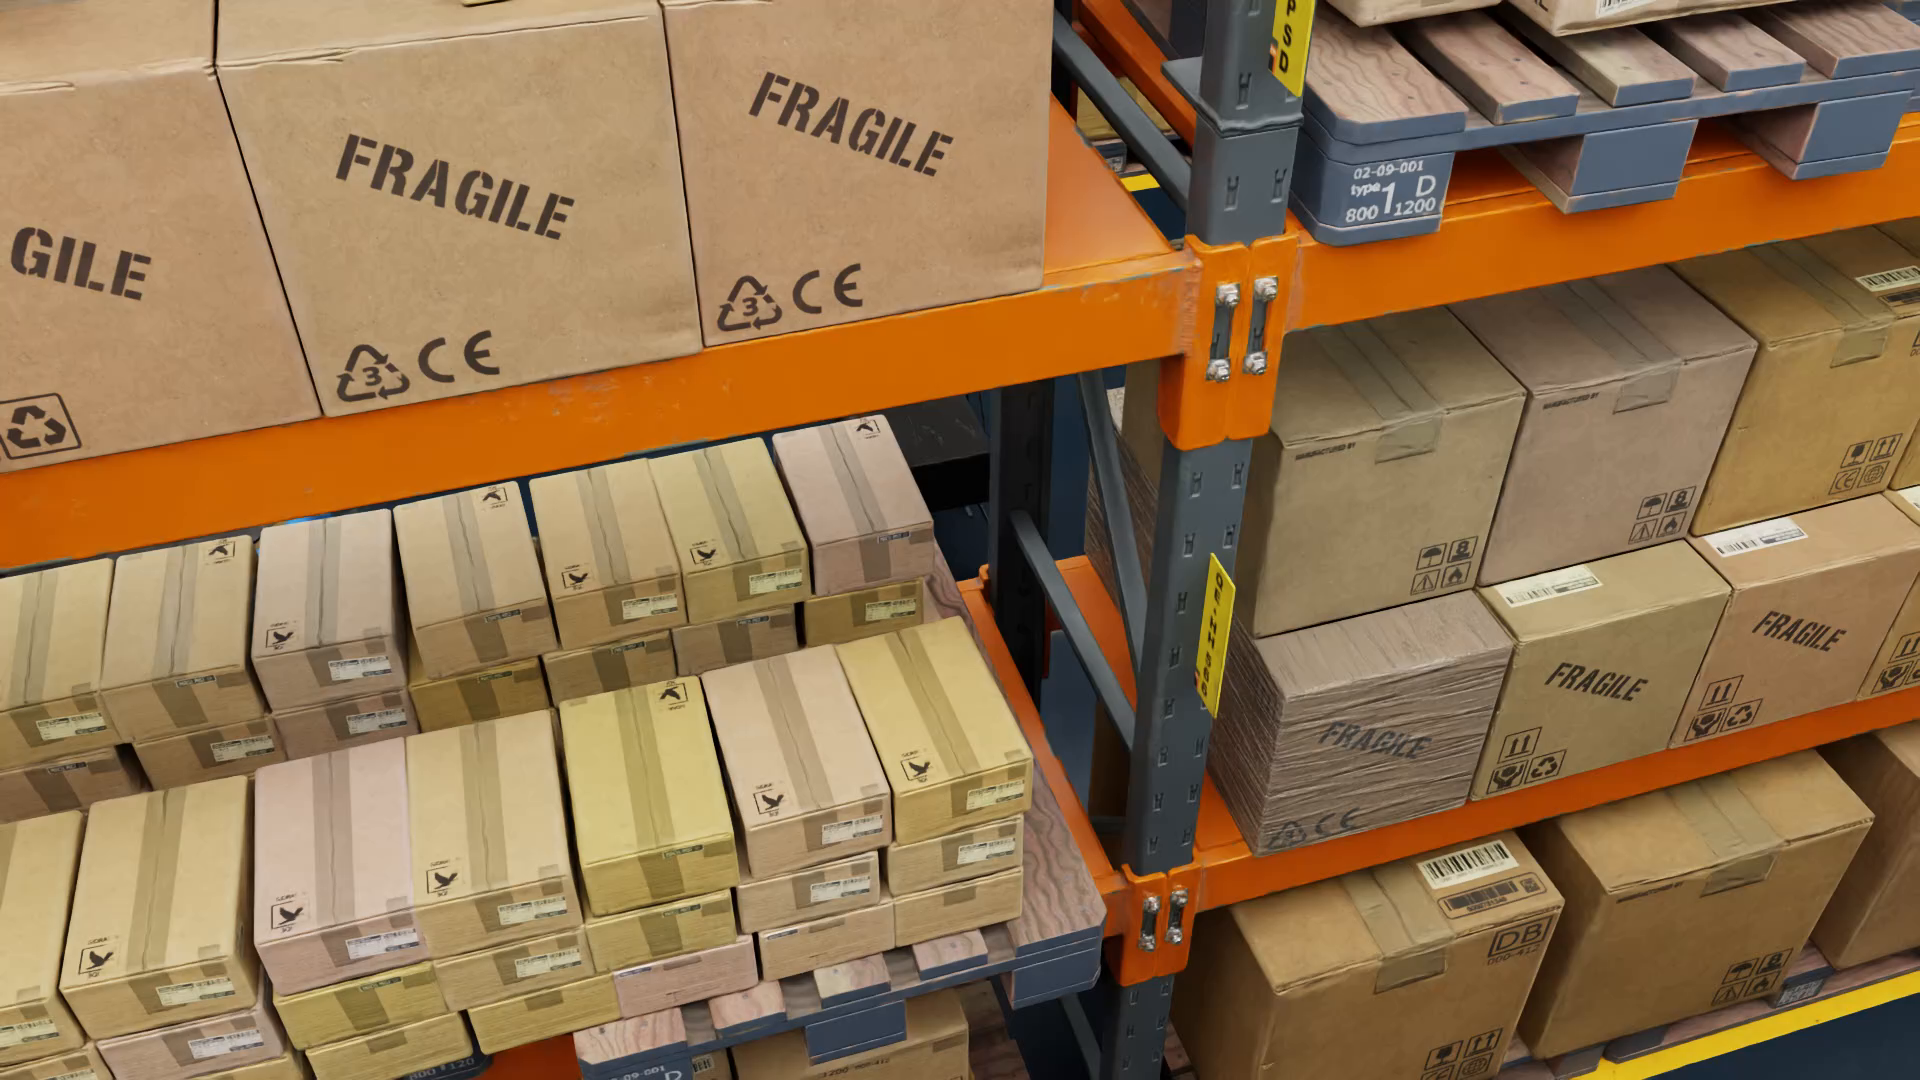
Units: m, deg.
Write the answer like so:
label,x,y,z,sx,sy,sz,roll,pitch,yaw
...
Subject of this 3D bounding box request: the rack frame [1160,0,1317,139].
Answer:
label,x,y,z,sx,sy,sz,roll,pitch,yaw
rack frame,0.277,-2.019,1.722,0.127,3.000,1.000,-12,42,-13

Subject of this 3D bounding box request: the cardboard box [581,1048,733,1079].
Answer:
label,x,y,z,sx,sy,sz,roll,pitch,yaw
cardboard box,-0.775,1.147,3.668,0.500,0.250,0.500,-11,42,-12

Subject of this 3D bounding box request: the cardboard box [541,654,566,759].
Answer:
label,x,y,z,sx,sy,sz,roll,pitch,yaw
cardboard box,-0.980,0.299,3.500,0.250,0.149,0.380,-10,42,-11

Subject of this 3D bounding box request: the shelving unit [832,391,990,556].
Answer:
label,x,y,z,sx,sy,sz,roll,pitch,yaw
shelving unit,-0.158,-0.758,5.522,0.503,2.100,0.431,-12,42,-13

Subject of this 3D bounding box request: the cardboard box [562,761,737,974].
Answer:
label,x,y,z,sx,sy,sz,roll,pitch,yaw
cardboard box,-0.562,0.555,2.980,0.250,0.149,0.380,-11,42,-12

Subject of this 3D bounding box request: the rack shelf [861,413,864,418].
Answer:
label,x,y,z,sx,sy,sz,roll,pitch,yaw
rack shelf,-0.158,-0.748,5.531,0.480,0.518,0.431,-12,42,-13

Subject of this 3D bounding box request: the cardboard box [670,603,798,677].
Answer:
label,x,y,z,sx,sy,sz,roll,pitch,yaw
cardboard box,-0.502,0.089,3.514,0.250,0.149,0.380,-10,42,-11

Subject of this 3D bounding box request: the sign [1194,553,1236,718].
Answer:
label,x,y,z,sx,sy,sz,roll,pitch,yaw
sign,0.449,0.172,2.953,0.005,0.325,0.100,-12,42,-13

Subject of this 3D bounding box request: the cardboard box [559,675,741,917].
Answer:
label,x,y,z,sx,sy,sz,roll,pitch,yaw
cardboard box,-0.543,0.437,2.890,0.250,0.149,0.380,-10,42,-12

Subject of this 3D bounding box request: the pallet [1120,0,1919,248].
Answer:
label,x,y,z,sx,sy,sz,roll,pitch,yaw
pallet,0.875,-0.979,2.955,1.003,0.211,1.213,-10,42,-11

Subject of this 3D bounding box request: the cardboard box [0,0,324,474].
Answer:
label,x,y,z,sx,sy,sz,roll,pitch,yaw
cardboard box,-1.142,-0.452,2.132,0.500,0.500,0.500,-12,42,-13

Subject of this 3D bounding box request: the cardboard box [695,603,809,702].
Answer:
label,x,y,z,sx,sy,sz,roll,pitch,yaw
cardboard box,-0.466,0.191,3.623,0.250,0.149,0.380,-10,42,-11

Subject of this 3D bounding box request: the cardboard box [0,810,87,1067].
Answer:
label,x,y,z,sx,sy,sz,roll,pitch,yaw
cardboard box,-1.535,0.642,2.655,0.250,0.149,0.380,-10,42,-12

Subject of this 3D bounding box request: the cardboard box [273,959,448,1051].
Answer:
label,x,y,z,sx,sy,sz,roll,pitch,yaw
cardboard box,-1.038,0.652,2.870,0.250,0.149,0.380,-12,43,-13

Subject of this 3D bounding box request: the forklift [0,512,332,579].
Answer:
label,x,y,z,sx,sy,sz,roll,pitch,yaw
forklift,-3.369,-0.214,4.267,3.031,2.935,1.130,-15,43,-16

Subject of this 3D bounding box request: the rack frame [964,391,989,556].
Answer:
label,x,y,z,sx,sy,sz,roll,pitch,yaw
rack frame,0.075,-0.806,5.577,0.015,2.100,0.400,-12,42,-13

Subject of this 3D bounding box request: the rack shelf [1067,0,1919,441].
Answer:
label,x,y,z,sx,sy,sz,roll,pitch,yaw
rack shelf,2.185,-1.014,3.398,4.000,0.370,1.077,-12,42,-13

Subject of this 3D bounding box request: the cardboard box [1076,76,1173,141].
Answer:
label,x,y,z,sx,sy,sz,roll,pitch,yaw
cardboard box,0.662,-2.418,8.416,0.625,0.372,0.950,-10,42,-12

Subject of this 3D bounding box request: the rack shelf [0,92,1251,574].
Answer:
label,x,y,z,sx,sy,sz,roll,pitch,yaw
rack shelf,-1.630,-0.224,2.493,4.000,0.370,1.077,-12,42,-13

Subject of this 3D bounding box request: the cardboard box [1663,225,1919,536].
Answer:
label,x,y,z,sx,sy,sz,roll,pitch,yaw
cardboard box,1.679,-0.460,3.661,0.500,0.500,0.700,-12,43,-14

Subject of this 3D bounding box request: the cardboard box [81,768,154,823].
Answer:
label,x,y,z,sx,sy,sz,roll,pitch,yaw
cardboard box,-1.723,0.452,3.325,0.250,0.149,0.380,-13,43,-14

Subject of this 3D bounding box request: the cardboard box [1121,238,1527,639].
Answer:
label,x,y,z,sx,sy,sz,roll,pitch,yaw
cardboard box,0.708,-0.257,3.428,0.500,0.500,0.700,-12,43,-13

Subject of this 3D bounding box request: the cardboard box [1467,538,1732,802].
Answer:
label,x,y,z,sx,sy,sz,roll,pitch,yaw
cardboard box,1.271,0.181,3.687,0.500,0.500,0.500,-12,43,-13

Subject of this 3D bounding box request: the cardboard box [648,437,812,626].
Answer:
label,x,y,z,sx,sy,sz,roll,pitch,yaw
cardboard box,-0.477,-0.023,3.416,0.250,0.149,0.380,-13,43,-14

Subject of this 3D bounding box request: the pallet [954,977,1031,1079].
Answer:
label,x,y,z,sx,sy,sz,roll,pitch,yaw
pallet,-0.469,1.443,4.437,1.213,0.211,1.003,-12,42,-13

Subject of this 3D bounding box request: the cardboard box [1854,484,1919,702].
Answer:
label,x,y,z,sx,sy,sz,roll,pitch,yaw
cardboard box,2.228,-0.016,3.912,0.500,0.500,0.500,-12,43,-14

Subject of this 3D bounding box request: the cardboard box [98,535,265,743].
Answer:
label,x,y,z,sx,sy,sz,roll,pitch,yaw
cardboard box,-1.475,0.183,3.181,0.250,0.149,0.380,-10,42,-12

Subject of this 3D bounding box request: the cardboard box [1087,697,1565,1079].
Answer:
label,x,y,z,sx,sy,sz,roll,pitch,yaw
cardboard box,0.885,0.865,4.371,0.750,0.750,1.050,-12,43,-14

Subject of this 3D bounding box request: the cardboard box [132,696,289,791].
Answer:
label,x,y,z,sx,sy,sz,roll,pitch,yaw
cardboard box,-1.472,0.289,3.285,0.250,0.149,0.380,-12,43,-13

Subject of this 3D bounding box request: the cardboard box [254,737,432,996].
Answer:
label,x,y,z,sx,sy,sz,roll,pitch,yaw
cardboard box,-1.028,0.536,2.776,0.250,0.149,0.380,-12,42,-13

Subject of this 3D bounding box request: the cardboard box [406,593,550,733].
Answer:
label,x,y,z,sx,sy,sz,roll,pitch,yaw
cardboard box,-0.996,0.194,3.394,0.250,0.149,0.380,-12,42,-13

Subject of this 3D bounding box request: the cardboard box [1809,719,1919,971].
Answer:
label,x,y,z,sx,sy,sz,roll,pitch,yaw
cardboard box,2.606,0.506,4.782,0.750,0.750,1.050,-12,42,-13

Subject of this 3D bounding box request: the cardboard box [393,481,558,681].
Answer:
label,x,y,z,sx,sy,sz,roll,pitch,yaw
cardboard box,-0.965,0.074,3.305,0.250,0.149,0.380,-13,43,-15

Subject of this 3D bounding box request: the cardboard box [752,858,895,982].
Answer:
label,x,y,z,sx,sy,sz,roll,pitch,yaw
cardboard box,-0.293,0.610,3.144,0.250,0.149,0.380,-12,43,-13

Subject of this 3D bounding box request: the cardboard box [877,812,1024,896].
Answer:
label,x,y,z,sx,sy,sz,roll,pitch,yaw
cardboard box,-0.057,0.448,3.103,0.250,0.149,0.380,-11,42,-12

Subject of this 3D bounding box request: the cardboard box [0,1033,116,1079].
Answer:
label,x,y,z,sx,sy,sz,roll,pitch,yaw
cardboard box,-1.533,0.755,2.751,0.250,0.149,0.380,-13,43,-14

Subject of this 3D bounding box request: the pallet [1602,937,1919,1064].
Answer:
label,x,y,z,sx,sy,sz,roll,pitch,yaw
pallet,2.213,0.943,5.011,1.213,0.211,1.003,-12,42,-13

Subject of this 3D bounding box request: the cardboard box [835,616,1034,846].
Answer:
label,x,y,z,sx,sy,sz,roll,pitch,yaw
cardboard box,-0.053,0.337,3.004,0.250,0.149,0.380,-13,43,-15

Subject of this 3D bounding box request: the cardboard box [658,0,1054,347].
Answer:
label,x,y,z,sx,sy,sz,roll,pitch,yaw
cardboard box,-0.191,-0.655,2.364,0.500,0.500,0.500,-12,42,-13

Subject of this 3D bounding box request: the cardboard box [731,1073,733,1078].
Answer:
label,x,y,z,sx,sy,sz,roll,pitch,yaw
cardboard box,-0.768,1.417,3.928,0.500,0.500,0.500,-10,42,-11

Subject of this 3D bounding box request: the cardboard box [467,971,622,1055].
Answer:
label,x,y,z,sx,sy,sz,roll,pitch,yaw
cardboard box,-0.777,0.708,3.031,0.250,0.149,0.380,-12,43,-14

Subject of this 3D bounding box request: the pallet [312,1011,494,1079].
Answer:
label,x,y,z,sx,sy,sz,roll,pitch,yaw
pallet,-1.599,0.729,3.282,1.213,0.211,1.003,-12,42,-13

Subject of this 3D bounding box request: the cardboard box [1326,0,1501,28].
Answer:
label,x,y,z,sx,sy,sz,roll,pitch,yaw
cardboard box,0.644,-0.957,2.581,0.250,0.149,0.380,-13,43,-15

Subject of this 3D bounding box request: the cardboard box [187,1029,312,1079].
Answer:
label,x,y,z,sx,sy,sz,roll,pitch,yaw
cardboard box,-1.280,0.812,2.912,0.250,0.149,0.380,-10,42,-12
